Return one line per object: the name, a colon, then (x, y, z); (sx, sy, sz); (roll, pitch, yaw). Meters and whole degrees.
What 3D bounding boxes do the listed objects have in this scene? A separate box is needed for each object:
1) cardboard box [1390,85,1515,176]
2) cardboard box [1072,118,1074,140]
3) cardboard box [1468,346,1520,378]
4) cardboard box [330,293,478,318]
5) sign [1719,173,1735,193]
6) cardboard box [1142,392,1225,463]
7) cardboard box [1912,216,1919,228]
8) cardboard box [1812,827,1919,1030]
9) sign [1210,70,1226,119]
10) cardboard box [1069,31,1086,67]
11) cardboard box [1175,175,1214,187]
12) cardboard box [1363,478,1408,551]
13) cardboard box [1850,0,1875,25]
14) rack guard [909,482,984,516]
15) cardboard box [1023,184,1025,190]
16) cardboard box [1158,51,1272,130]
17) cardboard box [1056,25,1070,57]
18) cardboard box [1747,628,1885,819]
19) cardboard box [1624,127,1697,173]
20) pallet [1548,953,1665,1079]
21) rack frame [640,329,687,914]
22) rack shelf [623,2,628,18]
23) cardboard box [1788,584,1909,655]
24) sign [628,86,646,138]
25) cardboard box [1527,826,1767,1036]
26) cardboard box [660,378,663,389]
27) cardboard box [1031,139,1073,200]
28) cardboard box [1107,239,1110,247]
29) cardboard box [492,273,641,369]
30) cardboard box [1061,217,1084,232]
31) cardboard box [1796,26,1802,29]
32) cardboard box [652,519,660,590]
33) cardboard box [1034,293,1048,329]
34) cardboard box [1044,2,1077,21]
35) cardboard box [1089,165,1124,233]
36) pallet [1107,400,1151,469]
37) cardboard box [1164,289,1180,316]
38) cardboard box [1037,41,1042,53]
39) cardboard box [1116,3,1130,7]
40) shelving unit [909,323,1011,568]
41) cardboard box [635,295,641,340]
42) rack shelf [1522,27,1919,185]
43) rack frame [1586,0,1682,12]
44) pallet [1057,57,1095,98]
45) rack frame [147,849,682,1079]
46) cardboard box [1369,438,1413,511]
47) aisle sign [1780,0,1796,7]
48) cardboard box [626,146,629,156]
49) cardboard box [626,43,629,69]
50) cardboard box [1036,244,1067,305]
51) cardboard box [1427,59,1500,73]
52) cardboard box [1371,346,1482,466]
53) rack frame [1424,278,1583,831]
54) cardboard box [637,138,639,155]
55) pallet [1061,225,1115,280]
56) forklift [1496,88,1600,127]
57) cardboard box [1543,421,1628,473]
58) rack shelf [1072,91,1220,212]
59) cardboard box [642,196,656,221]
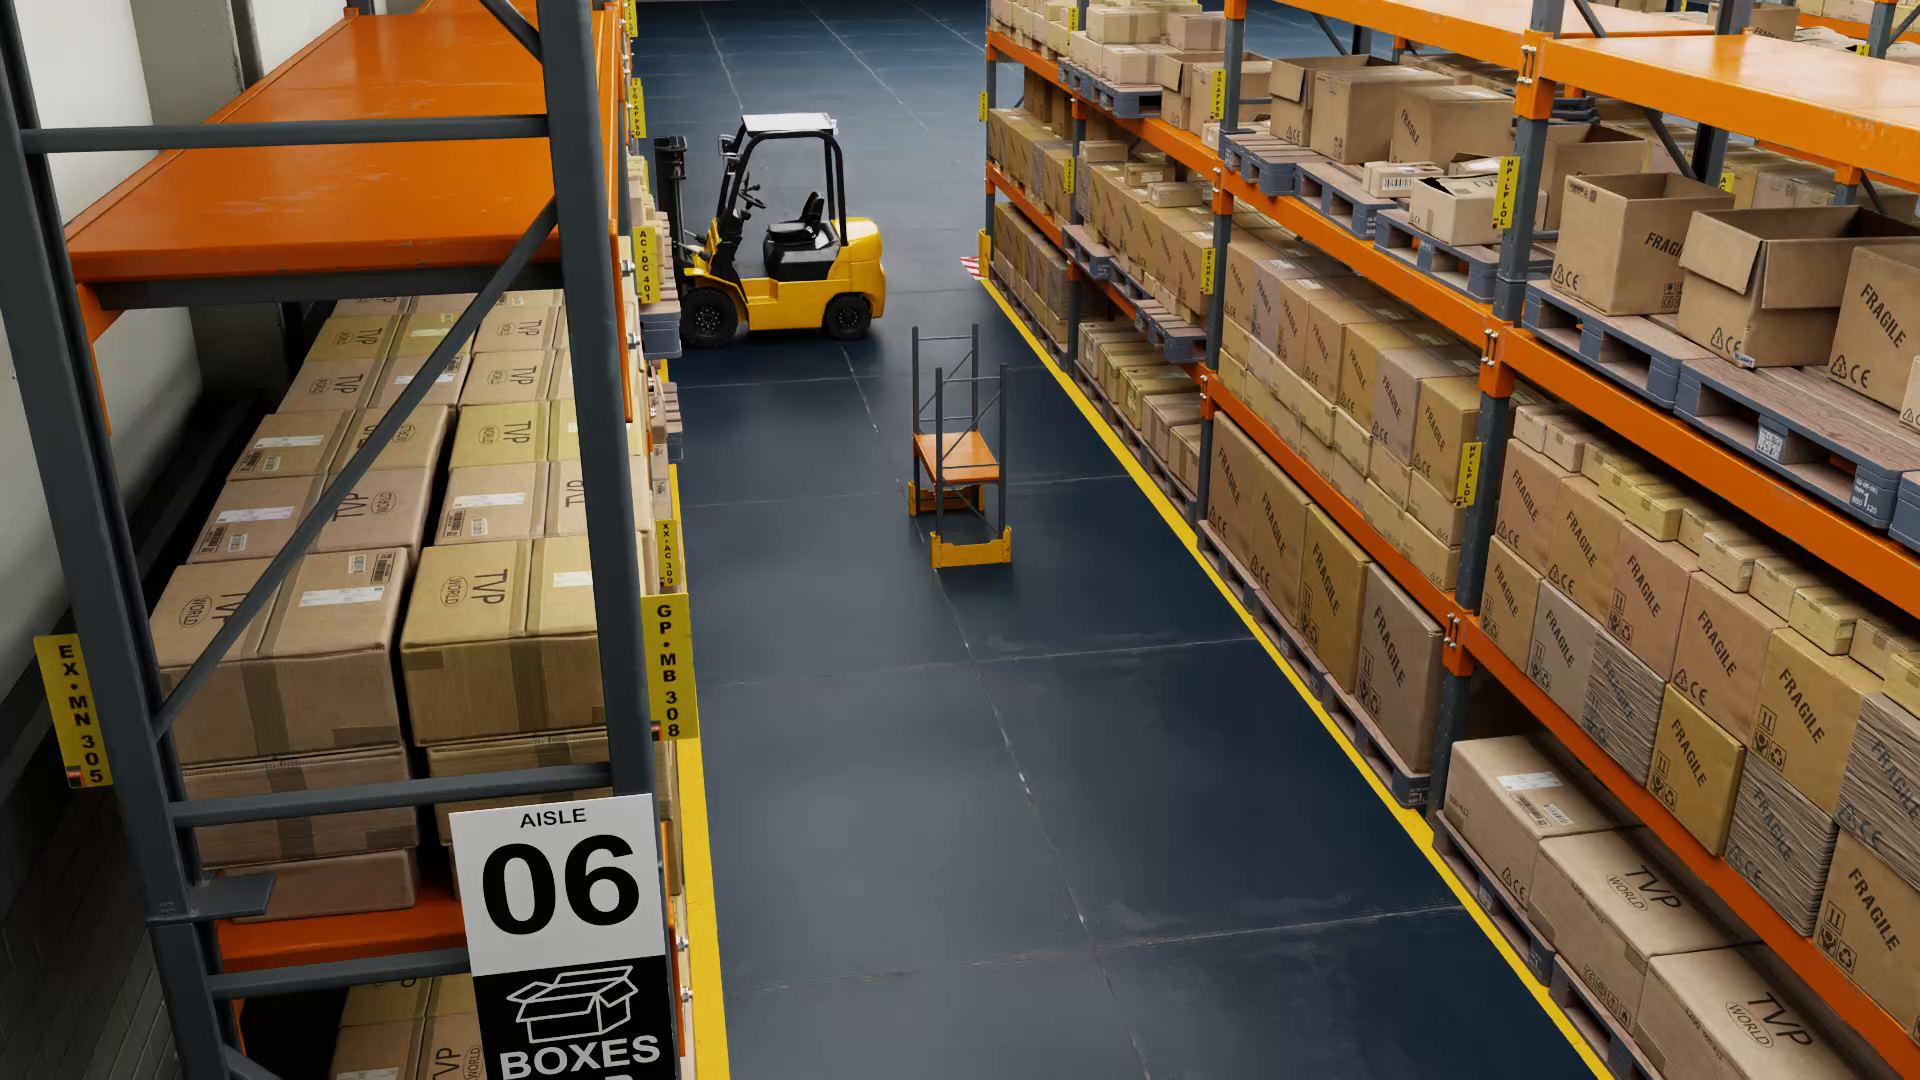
cardboard box: (2.894, -2.384, 9.807); (0.500, 0.500, 0.500); (-4, 24, -9)
cardboard box: (1.536, -4.248, 16.726); (0.700, 0.500, 0.500); (-5, 24, -11)
cardboard box: (3.103, -0.766, 9.125); (0.500, 0.500, 0.500); (-4, 24, -10)
cardboard box: (-1.932, -0.754, 5.915); (0.500, 0.250, 0.500); (-5, 24, -11)
sign: (3.568, -1.560, 7.823); (0.100, 0.325, 0.005); (-4, 24, -10)
cardboard box: (2.044, -0.944, 13.665); (0.950, 0.372, 0.625); (-5, 24, -11)
cardboard box: (10.942, -3.420, 19.175); (0.500, 0.500, 0.500); (-6, 24, -14)
cardboard box: (3.335, 1.289, 5.669); (0.500, 0.500, 0.500); (-5, 24, -11)
sign: (1.749, -3.016, 11.256); (0.100, 0.325, 0.005); (-4, 24, -10)
cardboard box: (1.257, -4.256, 14.403); (0.500, 0.250, 0.500); (-5, 24, -11)
cardboard box: (2.037, -2.828, 14.199); (0.500, 0.500, 0.500); (-3, 24, -8)
cardboard box: (2.599, -0.159, 9.297); (0.500, 0.250, 0.500); (-5, 24, -10)
cardboard box: (10.567, -6.023, 18.975); (0.500, 0.250, 0.500); (-4, 24, -10)
rack guard: (-0.106, -0.340, 12.960); (0.587, 0.250, 0.087); (-4, 24, -10)
cardboard box: (0.884, -3.815, 17.794); (0.380, 0.149, 0.250); (-3, 24, -8)
cardboard box: (1.973, -3.463, 12.797); (0.797, 0.503, 0.637); (-4, 24, -10)
cardboard box: (1.197, -4.613, 15.376); (0.500, 0.250, 0.500); (-5, 24, -10)
cardboard box: (3.225, 0.629, 5.930); (0.500, 0.500, 0.500); (-4, 24, -10)
cardboard box: (6.584, -3.530, 15.453); (0.700, 0.500, 0.500); (-5, 24, -11)
pallet: (3.315, 2.194, 7.206); (1.003, 0.211, 1.213); (-4, 24, -10)
rack frame: (-1.855, 0.499, 7.603); (1.000, 3.000, 0.127); (-4, 24, -10)
rack shelf: (-2.964, -4.097, 12.030); (1.077, 0.370, 4.000); (-4, 24, -10)
cardboard box: (3.209, 0.278, 5.924); (0.380, 0.149, 0.250); (-4, 24, -8)
sign: (-2.061, -2.725, 10.591); (0.100, 0.325, 0.005); (-4, 24, -10)
cardboard box: (3.199, 1.719, 7.486); (0.875, 0.438, 0.875); (-5, 24, -11)
cardboard box: (-2.096, -0.922, 10.645); (0.380, 0.149, 0.250); (-4, 24, -9)
cardboard box: (1.014, -3.761, 16.859); (0.500, 0.500, 0.500); (-4, 24, -8)
cardboard box: (1.500, -2.649, 14.598); (0.380, 0.149, 0.250); (-3, 24, -6)
cardboard box: (-1.422, -0.793, 6.003); (0.500, 0.250, 0.500); (-5, 24, -11)
cardboard box: (1.184, -3.005, 15.940); (0.380, 0.149, 0.250); (-5, 24, -10)
cardboard box: (6.930, -4.322, 14.354); (0.500, 0.311, 0.500); (-5, 24, -12)
cardboard box: (-1.134, 0.060, 5.174); (0.380, 0.149, 0.250); (-4, 24, -10)
cardboard box: (1.062, -2.370, 17.083); (0.500, 0.250, 0.500); (-5, 24, -11)
cardboard box: (1.010, -5.048, 15.873); (0.380, 0.149, 0.250); (-4, 24, -8)
cardboard box: (1.441, -2.989, 14.567); (0.500, 0.500, 0.500); (-4, 24, -10)
pallet: (1.918, -0.952, 14.408); (1.003, 0.211, 1.213); (-4, 24, -10)
cardboard box: (1.780, -1.828, 12.720); (0.380, 0.149, 0.250); (-5, 24, -10)
cardboard box: (0.993, -4.993, 16.743); (0.380, 0.149, 0.250); (-5, 24, -10)
cardboard box: (1.689, -4.994, 15.750); (0.380, 0.149, 0.250); (-5, 24, -11)
shelving unit: (-0.014, -0.717, 12.261); (0.587, 1.500, 1.083); (-4, 24, -10)
cardboard box: (-1.519, -0.772, 6.581); (0.500, 0.250, 0.500); (-4, 24, -10)
rack shelf: (3.392, -1.320, 5.669); (1.077, 0.370, 4.000); (-4, 24, -10)
rack frame: (6.389, -6.172, 15.381); (1.000, 3.000, 0.127); (-4, 24, -10)
pallet: (1.553, -4.055, 14.515); (1.213, 0.211, 1.003); (-4, 24, -10)
rack frame: (-1.115, 2.072, 4.000); (1.000, 3.000, 0.127); (-4, 24, -10)
cardboard box: (2.603, -0.382, 9.182); (0.500, 0.250, 0.500); (-4, 24, -8)
aisle sign: (10.237, -6.517, 20.418); (0.394, 0.787, 0.004); (-4, 24, -10)
cardboard box: (-2.000, -2.076, 9.067); (0.380, 0.149, 0.250); (-4, 24, -10)
cardboard box: (-2.961, -3.953, 13.510); (0.500, 0.311, 0.500); (-5, 24, -11)
cardboard box: (1.074, -2.706, 16.913); (0.500, 0.500, 0.500); (-4, 24, -9)
cardboard box: (5.873, -5.201, 19.118); (0.875, 0.550, 0.550); (-4, 24, -10)
cardboard box: (2.590, -0.734, 9.052); (0.500, 0.500, 0.500); (-4, 24, -9)
rack frame: (3.023, 0.130, 8.447); (1.000, 3.000, 0.127); (-4, 24, -10)
cardboard box: (-3.725, -4.093, 17.991); (0.500, 0.500, 0.500); (-5, 24, -11)
pallet: (1.542, -2.617, 14.977); (1.003, 0.211, 1.213); (-4, 24, -10)
forklift: (4.957, -2.387, 14.295); (1.130, 2.935, 3.031); (16, 28, 33)
cardboard box: (2.889, -0.428, 7.541); (0.380, 0.149, 0.250); (-4, 24, -9)
rack shelf: (1.913, -3.275, 13.394); (1.077, 0.370, 4.000); (-4, 24, -10)
cardboard box: (-1.603, -1.488, 7.696); (0.380, 0.149, 0.250); (-5, 24, -11)
